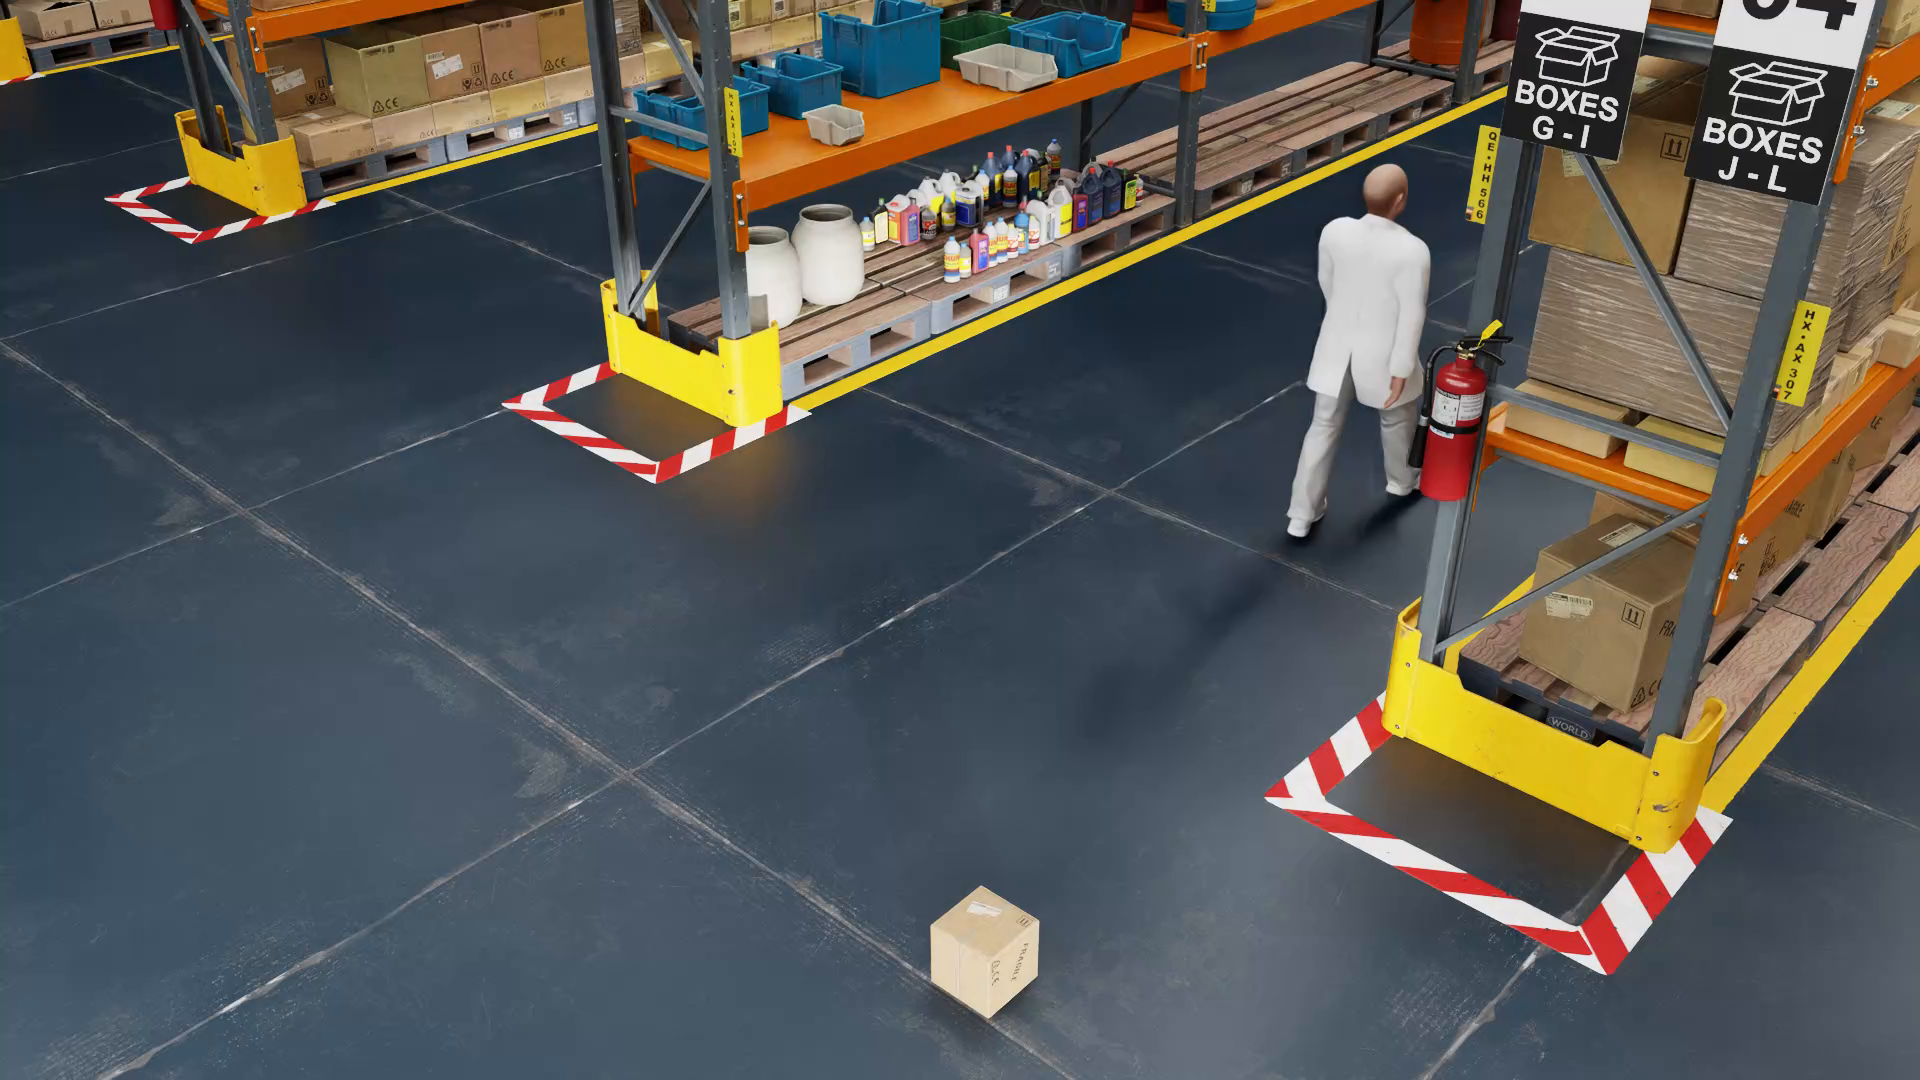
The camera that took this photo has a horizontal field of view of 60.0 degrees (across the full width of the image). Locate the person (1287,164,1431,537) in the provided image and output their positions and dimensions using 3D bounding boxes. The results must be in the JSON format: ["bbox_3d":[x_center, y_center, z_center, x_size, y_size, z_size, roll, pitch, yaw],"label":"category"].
[{"bbox_3d":[1.921,-0.927,7.667,0.587,1.738,0.985,20,36,30],"label":"person"}]
